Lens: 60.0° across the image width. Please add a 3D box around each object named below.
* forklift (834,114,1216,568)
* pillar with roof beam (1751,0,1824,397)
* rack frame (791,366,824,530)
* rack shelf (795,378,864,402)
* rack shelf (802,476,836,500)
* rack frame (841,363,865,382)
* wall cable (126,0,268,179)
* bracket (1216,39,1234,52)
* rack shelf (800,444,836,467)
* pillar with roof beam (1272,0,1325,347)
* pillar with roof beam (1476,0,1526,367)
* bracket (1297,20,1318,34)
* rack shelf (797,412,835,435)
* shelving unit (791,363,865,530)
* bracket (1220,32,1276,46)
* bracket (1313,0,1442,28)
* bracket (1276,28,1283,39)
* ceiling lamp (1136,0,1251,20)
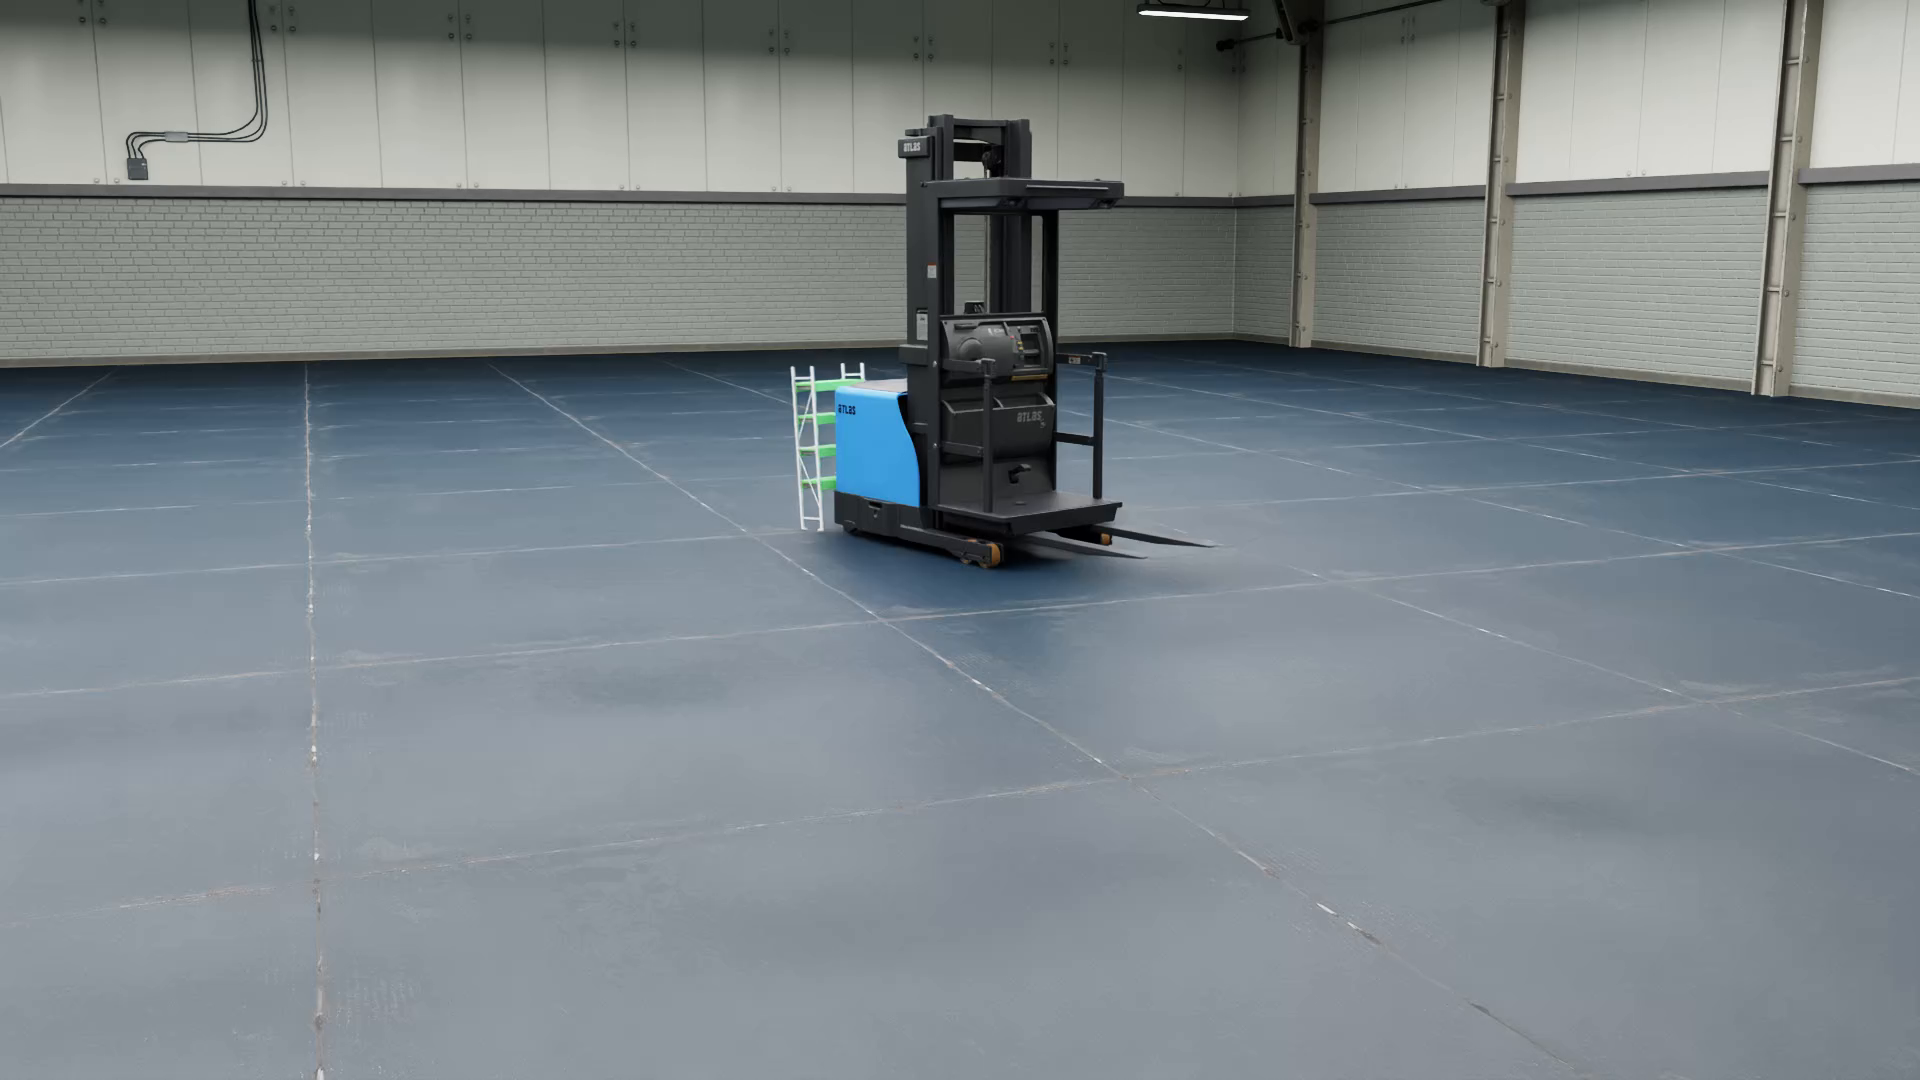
[{"bbox_3d":[0.397,-1.358,11.185,1.130,2.935,3.031,-8,13,-39],"label":"forklift"},{"bbox_3d":[7.382,-6.197,21.062,9.100,9.000,0.400,-4,11,-21],"label":"pillar with roof beam"},{"bbox_3d":[-1.122,-0.673,12.224,0.240,1.200,0.015,4,10,45],"label":"rack frame"},{"bbox_3d":[-0.972,-1.115,12.343,0.258,0.148,0.480,4,10,45],"label":"rack shelf"},{"bbox_3d":[-0.935,-0.402,12.432,0.258,0.148,0.480,4,10,45],"label":"rack shelf"},{"bbox_3d":[-0.779,-0.733,12.565,0.240,1.200,0.015,4,10,45],"label":"rack frame"},{"bbox_3d":[-13.294,-9.269,28.621,2.305,6.003,0.169,-4,11,-21],"label":"wall cable"},{"bbox_3d":[5.706,-10.633,35.723,0.235,0.232,0.430,-4,11,-21],"label":"bracket"},{"bbox_3d":[-0.947,-0.639,12.402,0.258,0.148,0.480,4,10,45],"label":"rack shelf"},{"bbox_3d":[3.034,-8.156,32.074,9.100,9.000,0.548,-4,11,-21],"label":"pillar with roof beam"},{"bbox_3d":[5.208,-7.176,26.568,9.100,9.000,0.548,-4,11,-21],"label":"pillar with roof beam"},{"bbox_3d":[6.866,-10.111,32.787,0.235,0.232,0.430,-4,11,-21],"label":"bracket"},{"bbox_3d":[-0.960,-0.877,12.373,0.258,0.148,0.480,4,10,45],"label":"rack shelf"},{"bbox_3d":[-0.951,-0.703,12.394,0.258,1.200,0.503,4,10,45],"label":"shelving unit"},{"bbox_3d":[5.920,-10.537,35.181,0.076,0.066,3.189,-4,11,-21],"label":"bracket"},{"bbox_3d":[7.799,-9.690,30.423,0.076,0.066,4.783,-4,11,-21],"label":"bracket"},{"bbox_3d":[6.565,-10.246,33.549,0.235,0.232,0.430,-4,11,-21],"label":"bracket"},{"bbox_3d":[3.823,-10.357,27.783,2.000,3.185,0.800,-4,11,-21],"label":"ceiling lamp"}]
